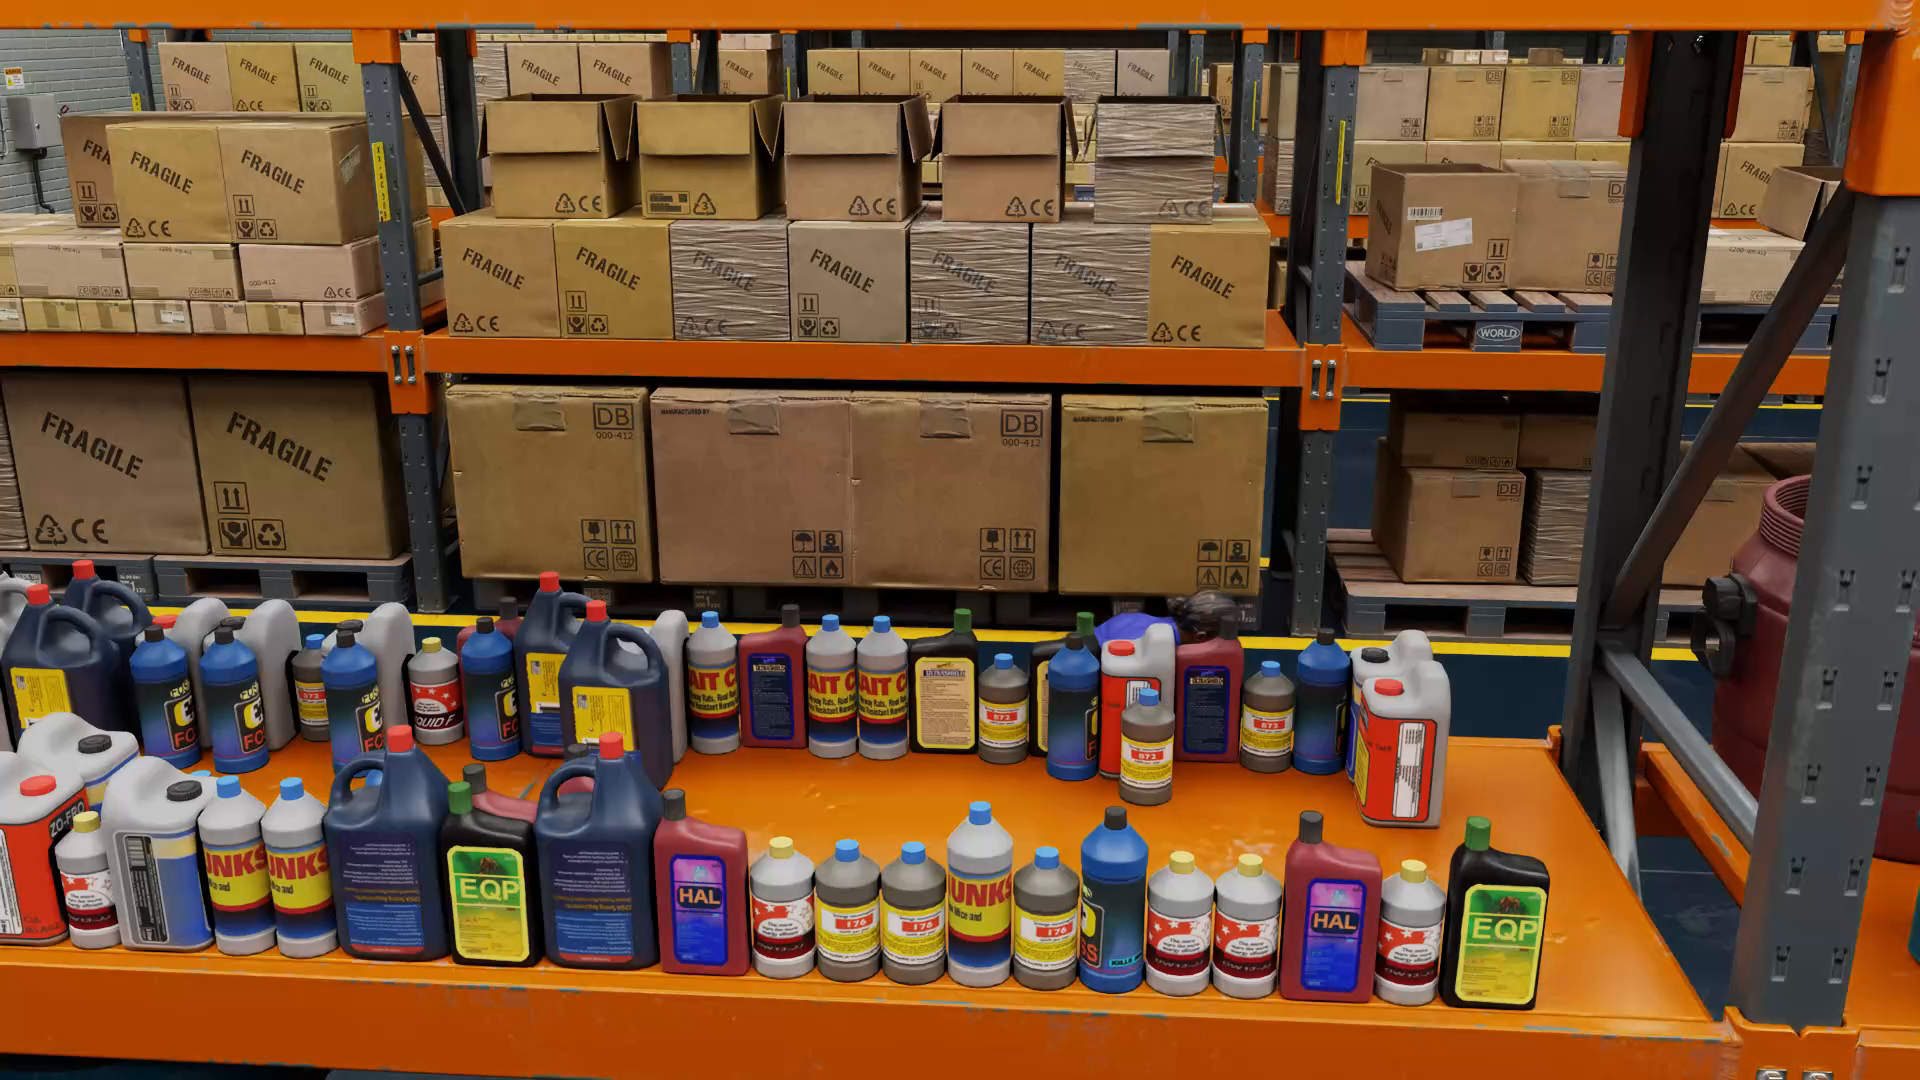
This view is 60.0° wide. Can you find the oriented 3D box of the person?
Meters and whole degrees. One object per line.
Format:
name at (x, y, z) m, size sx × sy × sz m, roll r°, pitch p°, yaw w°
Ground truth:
person at (0.551, 0.609, 5.377) m, size 0.830 × 0.921 × 0.496 m, roll 1°, pitch 18°, yaw 4°
